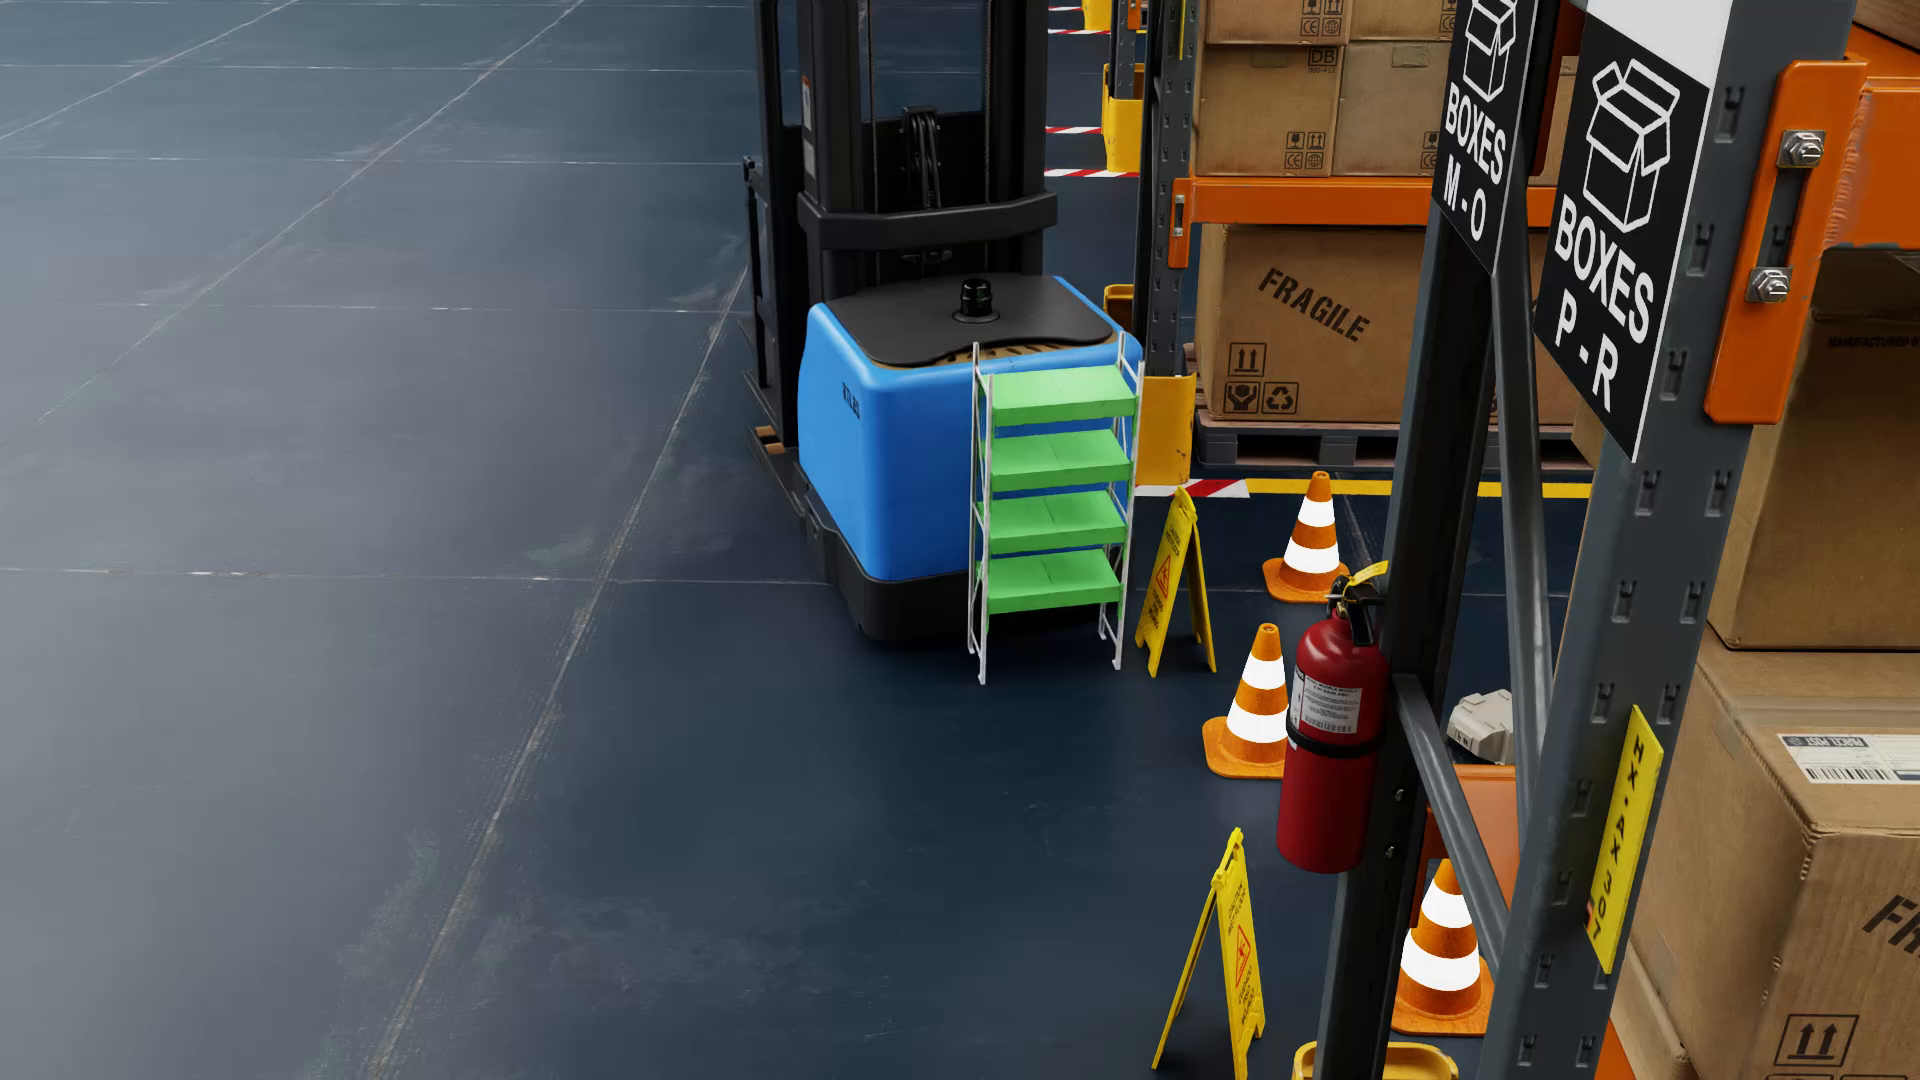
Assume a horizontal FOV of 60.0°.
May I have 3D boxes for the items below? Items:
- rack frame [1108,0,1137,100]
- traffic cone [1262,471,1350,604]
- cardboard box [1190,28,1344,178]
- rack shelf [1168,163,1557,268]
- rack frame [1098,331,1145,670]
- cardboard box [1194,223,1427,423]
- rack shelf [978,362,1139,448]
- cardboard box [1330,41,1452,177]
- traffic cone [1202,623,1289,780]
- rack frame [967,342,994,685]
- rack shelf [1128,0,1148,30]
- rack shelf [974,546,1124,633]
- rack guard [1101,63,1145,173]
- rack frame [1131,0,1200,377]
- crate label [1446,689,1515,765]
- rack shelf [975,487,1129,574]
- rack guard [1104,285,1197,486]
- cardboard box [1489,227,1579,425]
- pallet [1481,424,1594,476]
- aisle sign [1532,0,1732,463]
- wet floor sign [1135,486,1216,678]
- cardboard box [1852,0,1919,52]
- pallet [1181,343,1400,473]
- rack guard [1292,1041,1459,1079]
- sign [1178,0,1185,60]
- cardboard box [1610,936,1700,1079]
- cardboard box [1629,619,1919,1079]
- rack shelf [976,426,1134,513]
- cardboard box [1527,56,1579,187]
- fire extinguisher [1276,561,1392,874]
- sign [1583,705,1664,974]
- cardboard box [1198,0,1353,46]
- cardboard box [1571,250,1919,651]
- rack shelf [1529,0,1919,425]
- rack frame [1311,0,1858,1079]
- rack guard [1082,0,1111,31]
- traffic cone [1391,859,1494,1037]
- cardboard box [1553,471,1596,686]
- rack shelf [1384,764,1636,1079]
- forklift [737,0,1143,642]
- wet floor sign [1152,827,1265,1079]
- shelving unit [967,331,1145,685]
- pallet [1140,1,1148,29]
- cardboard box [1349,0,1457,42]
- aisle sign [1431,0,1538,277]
[{"bbox_3d":[1.145,-4.156,11.388,0.127,3.000,1.000,1,28,2],"label":"rack frame"},{"bbox_3d":[1.350,-0.042,6.335,0.334,0.463,0.336,1,28,2],"label":"traffic cone"},{"bbox_3d":[1.242,-1.917,7.004,0.550,0.550,0.875,1,28,2],"label":"cardboard box"},{"bbox_3d":[2.868,-1.485,7.117,4.000,0.370,1.077,1,28,2],"label":"rack shelf"},{"bbox_3d":[0.544,-0.111,5.659,0.015,1.200,0.240,-5,33,-10],"label":"rack frame"},{"bbox_3d":[1.549,-1.103,7.448,0.875,0.875,0.875,1,28,2],"label":"cardboard box"},{"bbox_3d":[0.311,-0.441,5.396,0.480,0.148,0.258,-5,33,-10],"label":"rack shelf"},{"bbox_3d":[1.792,-1.919,7.007,0.550,0.550,0.875,1,28,2],"label":"cardboard box"},{"bbox_3d":[0.970,0.481,5.348,0.334,0.463,0.336,1,28,2],"label":"traffic cone"},{"bbox_3d":[0.066,-0.066,5.574,0.015,1.200,0.240,-5,33,-10],"label":"rack frame"},{"bbox_3d":[3.144,-3.805,11.494,4.000,0.370,1.077,1,28,2],"label":"rack shelf"},{"bbox_3d":[0.301,0.169,5.778,0.480,0.148,0.258,-5,33,-10],"label":"rack shelf"},{"bbox_3d":[1.221,-3.050,11.971,0.348,0.500,1.175,1,28,2],"label":"rack guard"},{"bbox_3d":[0.869,-1.836,7.011,0.127,3.000,1.000,1,28,2],"label":"rack frame"},{"bbox_3d":[1.758,0.609,5.454,0.298,0.136,0.250,-14,31,-24],"label":"crate label"},{"bbox_3d":[0.304,-0.034,5.651,0.480,0.148,0.258,-5,33,-10],"label":"rack shelf"},{"bbox_3d":[0.845,-0.732,7.597,0.348,0.500,1.175,1,28,2],"label":"rack guard"},{"bbox_3d":[2.429,-1.089,7.422,0.875,0.875,0.875,1,28,1],"label":"cardboard box"},{"bbox_3d":[2.887,-0.606,7.668,1.213,0.211,1.003,1,28,2],"label":"pallet"},{"bbox_3d":[0.723,-0.522,1.757,0.004,0.787,0.394,1,28,2],"label":"aisle sign"},{"bbox_3d":[0.770,0.130,5.815,0.232,0.644,0.267,-4,28,-7],"label":"wet floor sign"},{"bbox_3d":[1.116,-0.574,1.696,0.250,0.149,0.380,1,28,2],"label":"cardboard box"},{"bbox_3d":[1.671,-0.627,7.708,1.213,0.211,1.003,1,28,2],"label":"pallet"},{"bbox_3d":[0.871,1.588,3.220,0.348,0.500,1.175,1,28,2],"label":"rack guard"},{"bbox_3d":[0.844,-1.994,6.300,0.005,0.325,0.100,1,28,2],"label":"sign"},{"bbox_3d":[1.128,0.696,2.503,0.250,0.149,0.380,1,28,2],"label":"cardboard box"},{"bbox_3d":[1.259,0.445,2.284,0.500,0.500,0.500,1,28,1],"label":"cardboard box"},{"bbox_3d":[0.308,-0.238,5.523,0.480,0.148,0.258,-5,33,-10],"label":"rack shelf"},{"bbox_3d":[2.347,-1.851,6.878,0.550,0.550,0.875,1,28,2],"label":"cardboard box"},{"bbox_3d":[0.697,0.299,3.066,0.183,0.674,0.296,1,28,2],"label":"fire extinguisher"},{"bbox_3d":[0.777,0.354,1.955,0.005,0.325,0.100,1,28,2],"label":"sign"},{"bbox_3d":[1.239,-2.355,6.677,0.550,0.550,0.875,1,28,2],"label":"cardboard box"},{"bbox_3d":[1.314,-0.229,2.487,0.500,0.500,0.700,0,28,1],"label":"cardboard box"},{"bbox_3d":[2.794,-0.492,2.041,4.000,0.370,1.077,1,28,2],"label":"rack shelf"},{"bbox_3d":[0.795,0.484,2.634,0.053,2.616,0.949,1,28,2],"label":"rack frame"},{"bbox_3d":[1.398,-5.391,16.386,0.348,0.500,1.175,1,28,2],"label":"rack guard"},{"bbox_3d":[1.271,1.007,4.357,0.334,0.463,0.336,1,28,2],"label":"traffic cone"},{"bbox_3d":[1.348,0.187,2.770,0.500,0.500,0.500,0,28,1],"label":"cardboard box"},{"bbox_3d":[2.794,0.833,2.743,4.000,0.370,1.077,1,28,2],"label":"rack shelf"},{"bbox_3d":[-0.307,-1.606,6.650,1.130,2.935,3.031,-9,29,-17],"label":"forklift"},{"bbox_3d":[0.643,1.019,4.139,0.232,0.644,0.267,11,30,19],"label":"wet floor sign"},{"bbox_3d":[0.305,-0.088,5.617,0.503,1.200,0.258,-5,33,-10],"label":"shelving unit"},{"bbox_3d":[2.209,-5.247,16.423,1.213,0.211,1.003,1,28,2],"label":"pallet"},{"bbox_3d":[1.792,-2.389,6.742,0.550,0.550,0.875,1,28,2],"label":"cardboard box"},{"bbox_3d":[0.744,-0.803,2.286,0.004,0.787,0.394,1,28,2],"label":"aisle sign"}]
